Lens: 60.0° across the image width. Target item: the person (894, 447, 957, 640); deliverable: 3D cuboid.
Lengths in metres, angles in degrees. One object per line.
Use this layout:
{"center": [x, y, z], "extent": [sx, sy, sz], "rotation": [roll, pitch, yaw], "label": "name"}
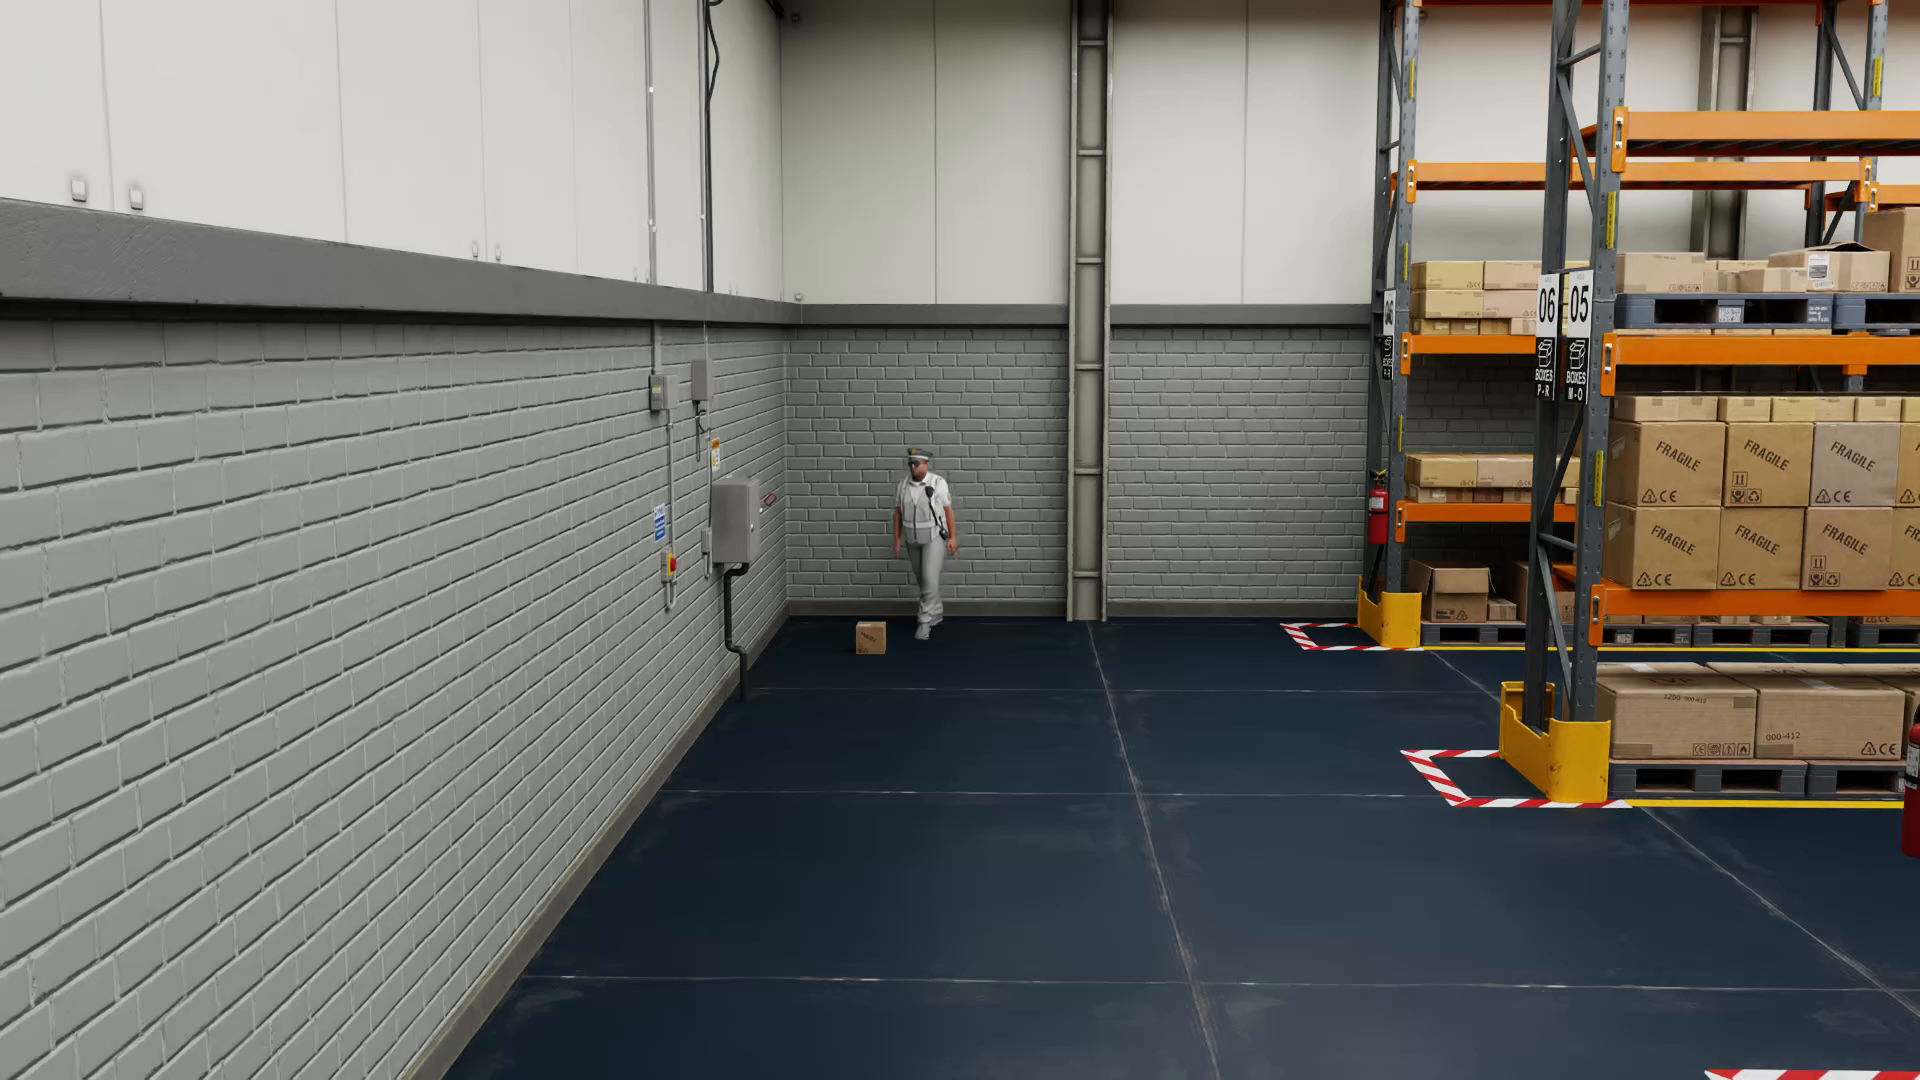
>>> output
{"center": [-0.370, -0.003, 15.690], "extent": [0.558, 1.756, 0.804], "rotation": [4, 8, 28], "label": "person"}
